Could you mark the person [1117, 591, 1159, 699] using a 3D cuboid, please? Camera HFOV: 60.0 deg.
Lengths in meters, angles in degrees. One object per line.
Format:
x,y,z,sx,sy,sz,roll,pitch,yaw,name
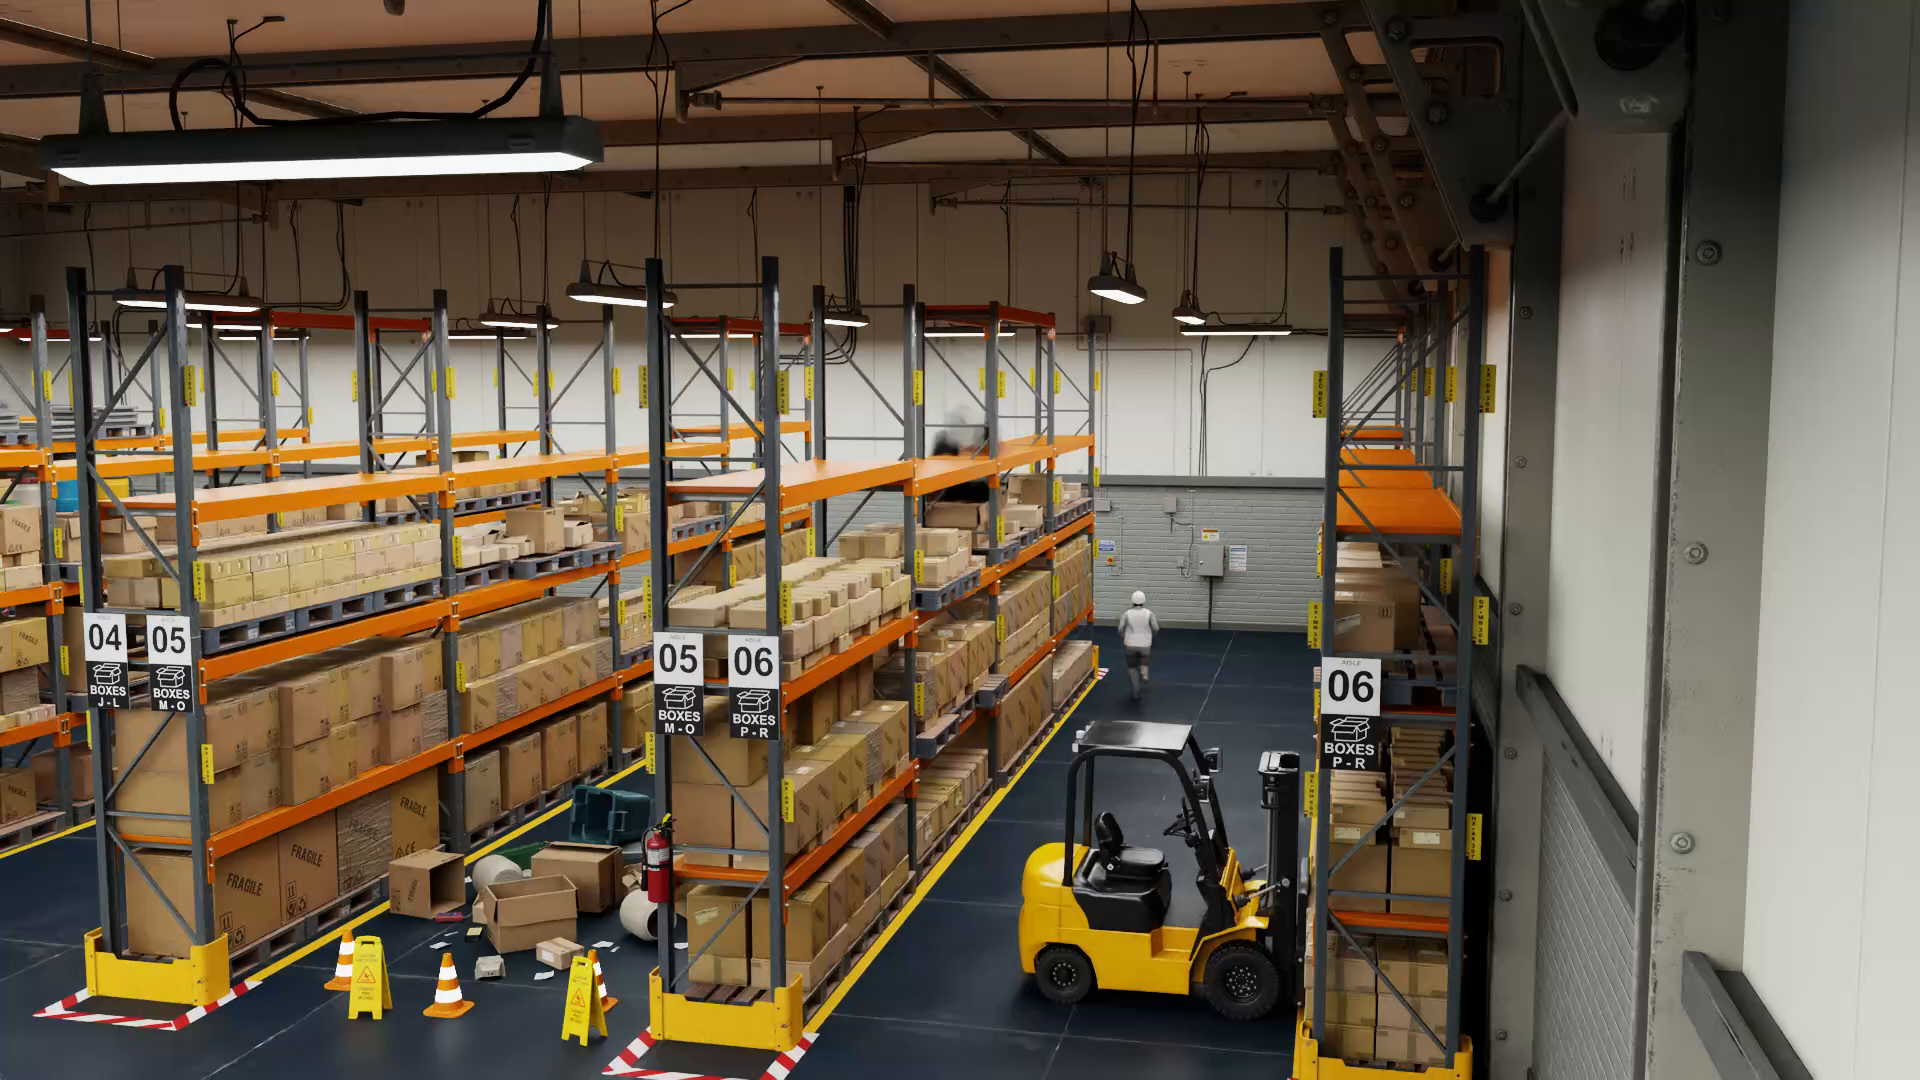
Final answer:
2.810,1.659,26.260,0.659,1.729,0.586,0,6,3,person
